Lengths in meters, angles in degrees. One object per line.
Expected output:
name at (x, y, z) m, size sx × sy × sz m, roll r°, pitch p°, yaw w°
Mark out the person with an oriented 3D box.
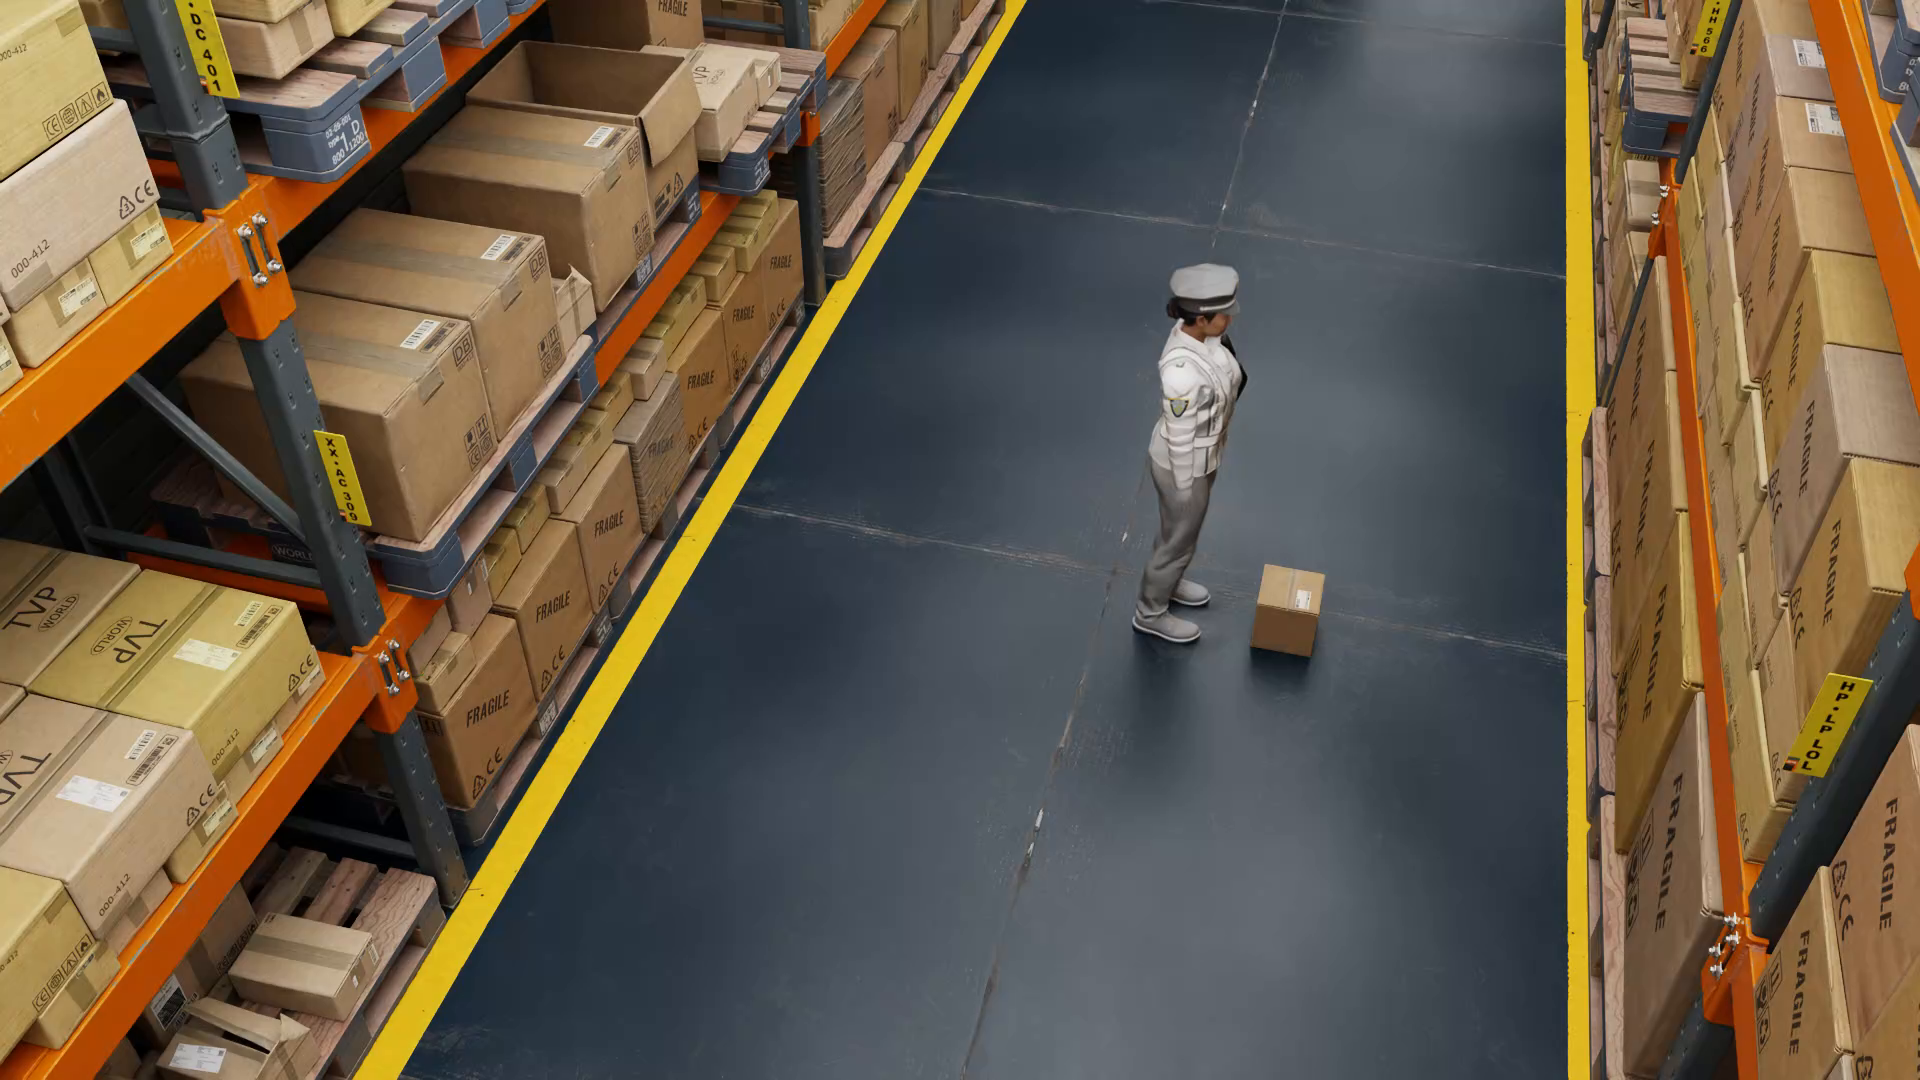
person at (0.910, -0.327, 6.535) m, size 0.329 × 1.664 × 0.468 m, roll 11°, pitch 42°, yaw 12°
